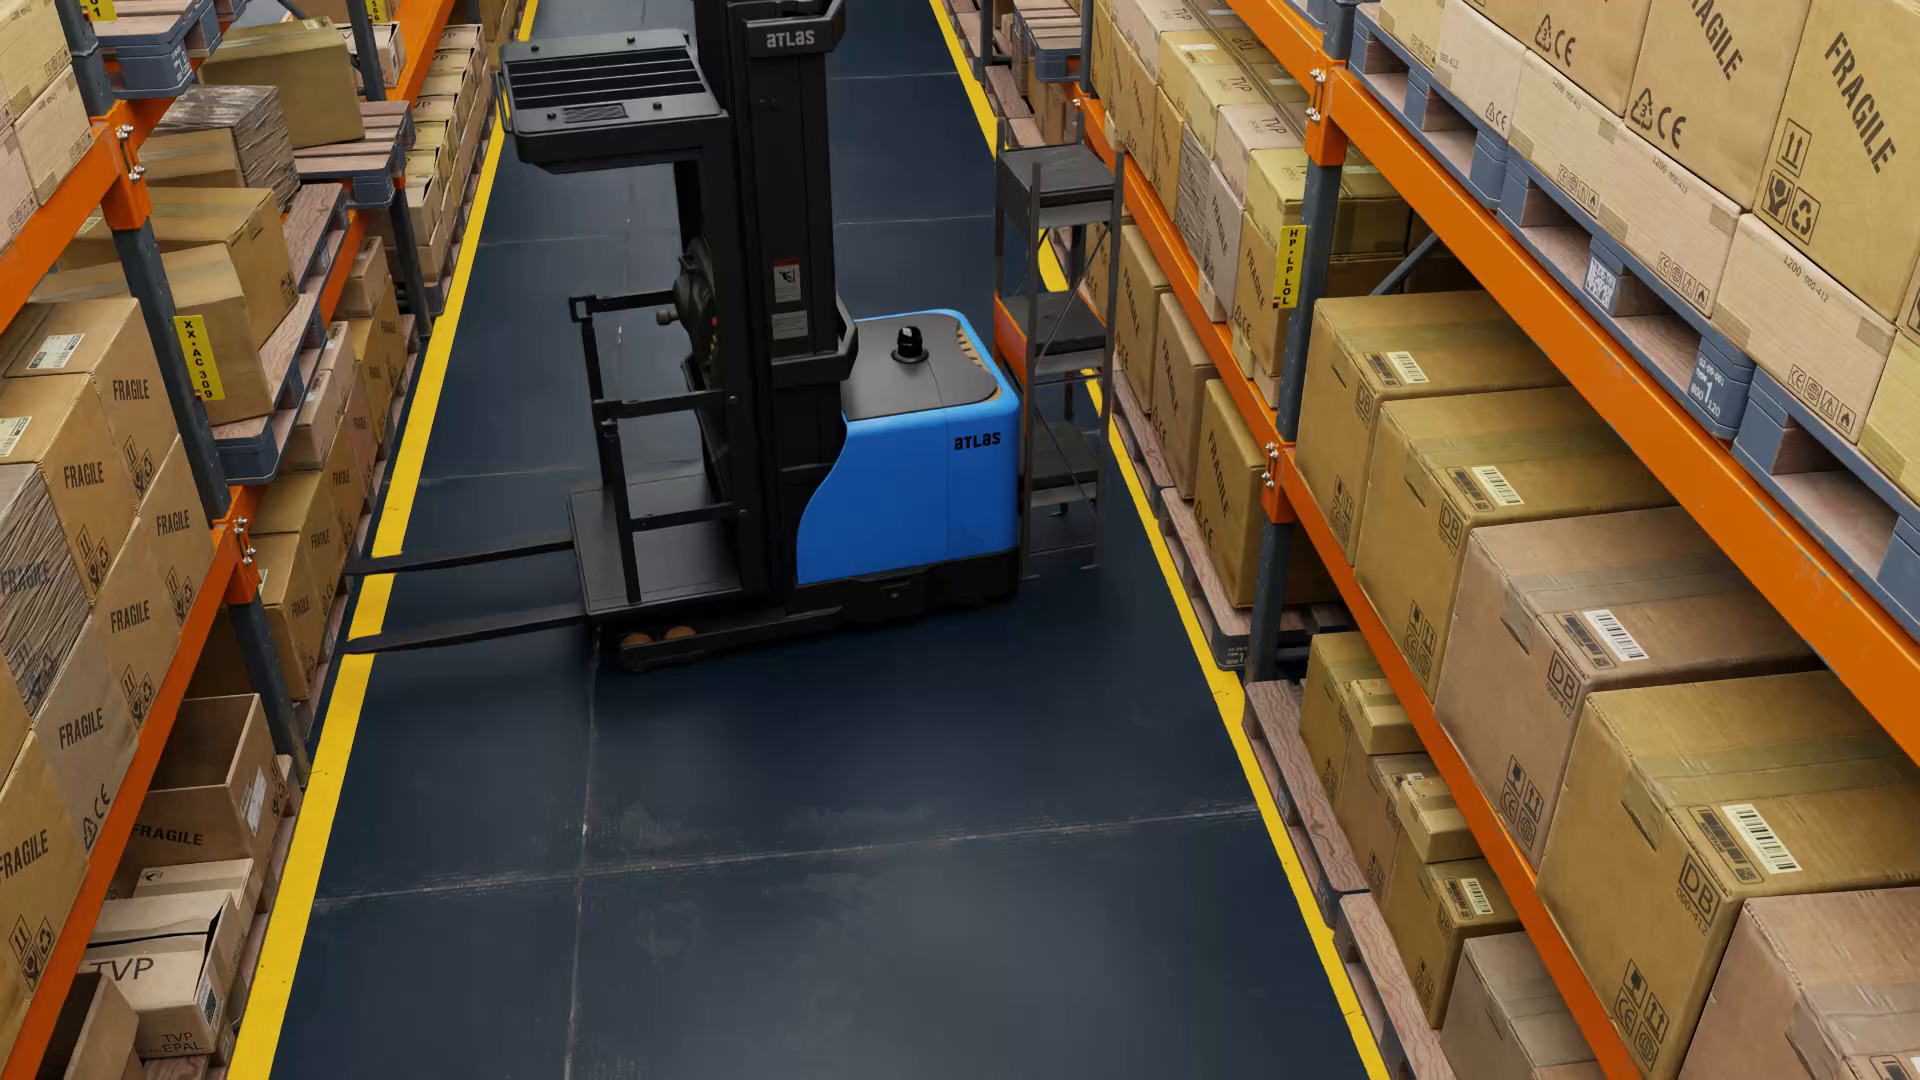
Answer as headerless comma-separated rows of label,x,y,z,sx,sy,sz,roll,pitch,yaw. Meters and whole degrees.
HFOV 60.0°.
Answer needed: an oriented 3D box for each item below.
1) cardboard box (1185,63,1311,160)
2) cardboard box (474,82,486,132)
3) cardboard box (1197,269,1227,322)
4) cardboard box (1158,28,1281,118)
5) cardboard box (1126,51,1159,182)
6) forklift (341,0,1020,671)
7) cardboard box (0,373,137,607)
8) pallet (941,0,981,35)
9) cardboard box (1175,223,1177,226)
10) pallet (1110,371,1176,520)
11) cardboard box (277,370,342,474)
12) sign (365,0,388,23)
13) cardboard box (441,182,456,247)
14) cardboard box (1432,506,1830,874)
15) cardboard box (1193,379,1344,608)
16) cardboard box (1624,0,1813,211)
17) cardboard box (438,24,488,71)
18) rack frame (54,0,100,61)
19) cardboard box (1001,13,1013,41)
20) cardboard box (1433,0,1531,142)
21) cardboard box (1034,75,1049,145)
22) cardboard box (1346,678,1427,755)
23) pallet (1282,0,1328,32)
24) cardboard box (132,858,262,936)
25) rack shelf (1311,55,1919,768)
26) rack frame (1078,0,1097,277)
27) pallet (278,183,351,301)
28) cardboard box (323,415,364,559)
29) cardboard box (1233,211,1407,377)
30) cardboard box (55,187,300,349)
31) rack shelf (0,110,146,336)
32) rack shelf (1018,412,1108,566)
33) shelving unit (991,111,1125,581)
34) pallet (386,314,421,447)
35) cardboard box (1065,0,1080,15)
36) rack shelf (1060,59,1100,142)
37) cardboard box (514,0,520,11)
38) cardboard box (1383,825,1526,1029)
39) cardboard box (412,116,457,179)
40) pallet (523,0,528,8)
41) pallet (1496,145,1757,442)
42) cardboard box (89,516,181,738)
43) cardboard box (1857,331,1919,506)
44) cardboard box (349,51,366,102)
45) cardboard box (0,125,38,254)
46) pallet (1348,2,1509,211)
cardboard box,1.301,-1.893,7.328,0.500,0.250,0.500,-4,34,-5
cardboard box,-3.829,-3.231,12.397,0.500,0.250,0.500,-5,35,-7
cardboard box,1.278,-1.101,7.407,0.380,0.149,0.250,-4,35,-6
cardboard box,1.232,-2.178,7.745,0.500,0.250,0.500,-5,35,-7
cardboard box,1.146,-2.143,8.361,0.500,0.500,0.500,-5,35,-7
forklift,-1.298,-0.960,7.056,3.031,2.935,1.130,-9,35,-13
cardboard box,-2.767,-0.128,4.797,0.500,0.500,0.500,-5,35,-7
pallet,0.377,-4.965,15.349,1.003,0.211,1.213,-4,35,-6
cardboard box,1.239,-1.679,8.256,0.380,0.149,0.250,-4,34,-6
pallet,1.400,-0.554,8.875,1.003,0.211,1.213,-4,35,-6
cardboard box,-3.121,-0.527,7.523,0.500,0.250,0.500,-4,35,-6
sign,-3.164,-2.946,8.951,0.100,0.325,0.005,-4,35,-6
cardboard box,-3.549,-2.086,10.716,0.500,0.250,0.500,-5,35,-8
cardboard box,2.003,0.394,4.742,0.980,0.700,0.700,-6,35,-9
cardboard box,1.529,-0.237,7.470,0.750,0.750,0.750,-4,34,-6
cardboard box,1.780,-1.027,3.436,0.500,0.500,0.500,-6,35,-8
cardboard box,-3.900,-3.751,12.661,0.500,0.311,0.500,-4,35,-6
rack frame,-3.163,-2.701,4.222,1.000,3.000,0.127,-4,35,-6
cardboard box,0.568,-4.370,14.125,0.380,0.166,0.250,-9,35,-13
cardboard box,1.632,-1.300,4.502,0.500,0.250,0.500,-5,35,-7
cardboard box,0.933,-3.230,12.155,0.700,0.500,0.500,-4,34,-6
cardboard box,1.610,0.622,5.944,0.380,0.149,0.250,-3,34,-5
pallet,1.573,-2.267,6.420,0.805,0.209,1.217,-6,35,-8
cardboard box,-2.695,1.276,5.855,0.380,0.149,0.250,-4,35,-6
rack shelf,2.014,-0.425,4.185,1.077,0.370,4.000,-4,35,-6
rack frame,1.208,-2.831,9.741,1.000,3.000,0.127,-4,35,-6
pallet,-3.434,-1.290,7.649,1.003,0.211,1.213,-4,35,-6
cardboard box,-3.129,-0.235,7.761,0.500,0.500,0.500,-4,34,-6
cardboard box,1.434,-1.010,6.698,0.500,0.500,0.500,-5,35,-7
cardboard box,-3.160,-1.097,6.734,0.700,0.500,0.500,1,34,1
rack shelf,-2.894,-0.048,3.632,1.077,0.370,4.000,-4,35,-6
rack shelf,0.420,-0.251,8.020,0.431,0.518,0.480,-9,35,-13
shelving unit,0.420,-0.840,7.619,0.431,2.100,0.503,-9,35,-13
pallet,-3.638,-0.882,9.357,1.003,0.211,1.213,-4,35,-6
cardboard box,1.032,-3.626,10.427,0.700,0.500,0.500,-8,35,-11
rack shelf,0.939,-3.650,11.581,1.077,0.370,4.000,-4,35,-6
cardboard box,-4.198,-4.842,14.761,0.500,0.250,0.500,-4,35,-6
cardboard box,1.876,1.253,5.595,0.700,0.500,0.500,-4,34,-5
cardboard box,-3.625,-2.615,10.994,0.500,0.311,0.500,-5,35,-8
pallet,-4.632,-5.342,15.902,1.003,0.211,1.213,-4,35,-6
pallet,2.006,-0.665,3.978,1.003,0.211,1.213,-4,35,-6
cardboard box,-2.770,0.284,5.081,0.500,0.500,0.500,-3,34,-5
cardboard box,1.922,-0.148,2.811,0.500,0.250,0.500,-3,34,-5
cardboard box,-3.706,-2.623,9.515,0.500,0.311,0.500,-2,34,-3
cardboard box,-2.777,-0.868,4.330,0.500,0.250,0.500,-4,35,-6
pallet,1.845,-1.344,4.974,1.003,0.211,1.213,-4,35,-6
